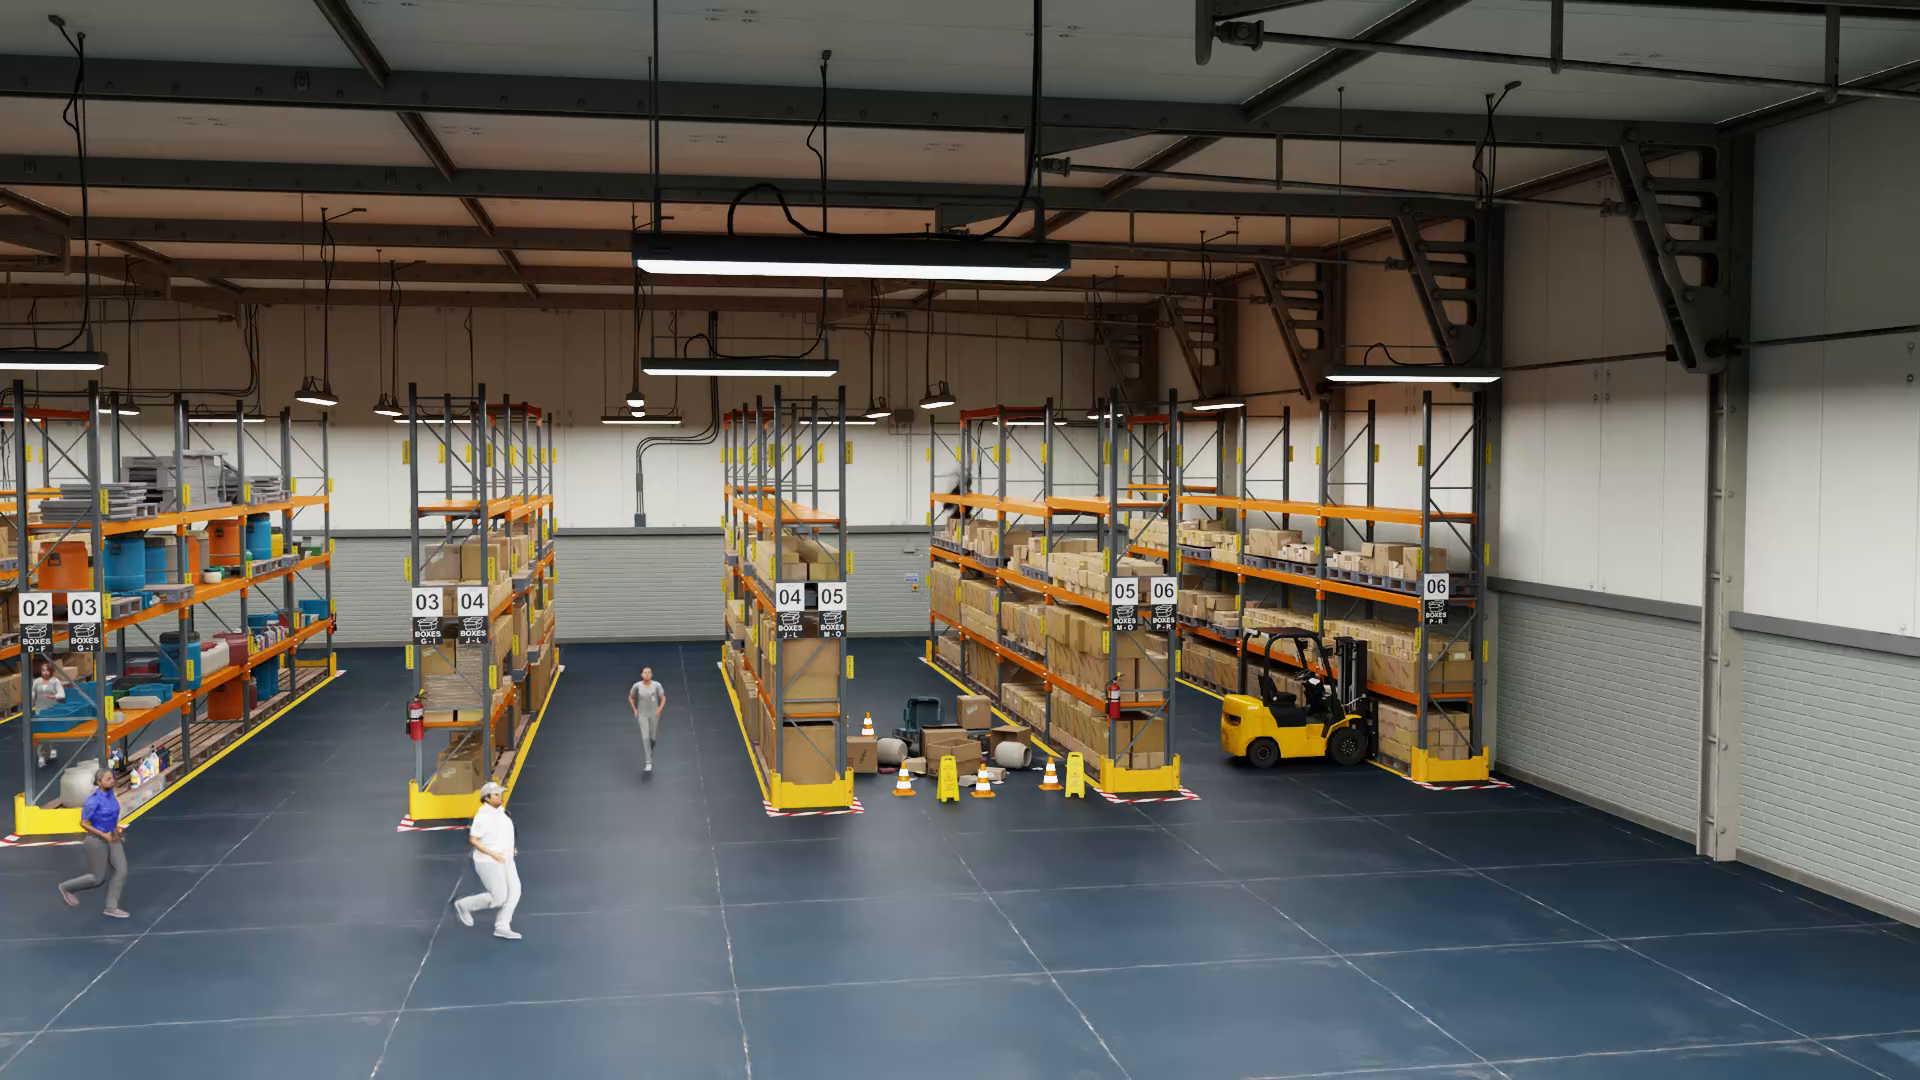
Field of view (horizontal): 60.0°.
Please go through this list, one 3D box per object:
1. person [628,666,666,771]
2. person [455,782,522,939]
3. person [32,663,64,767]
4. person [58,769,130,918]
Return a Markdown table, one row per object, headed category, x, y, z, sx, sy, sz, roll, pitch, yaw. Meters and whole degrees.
| category | x | y | z | sx | sy | sz | roll | pitch | yaw |
| --- | --- | --- | --- | --- | --- | --- | --- | --- | --- |
| person | -5.028 | 2.833 | 26.733 | 0.583 | 1.655 | 0.797 | -1 | 3 | -17 |
| person | -4.877 | 3.323 | 17.257 | 0.663 | 1.635 | 0.609 | 0 | 3 | 10 |
| person | -14.848 | 2.827 | 27.037 | 0.507 | 1.646 | 0.728 | -1 | 3 | -25 |
| person | -9.371 | 3.286 | 18.045 | 0.761 | 1.629 | 0.565 | 0 | 3 | 8 |
